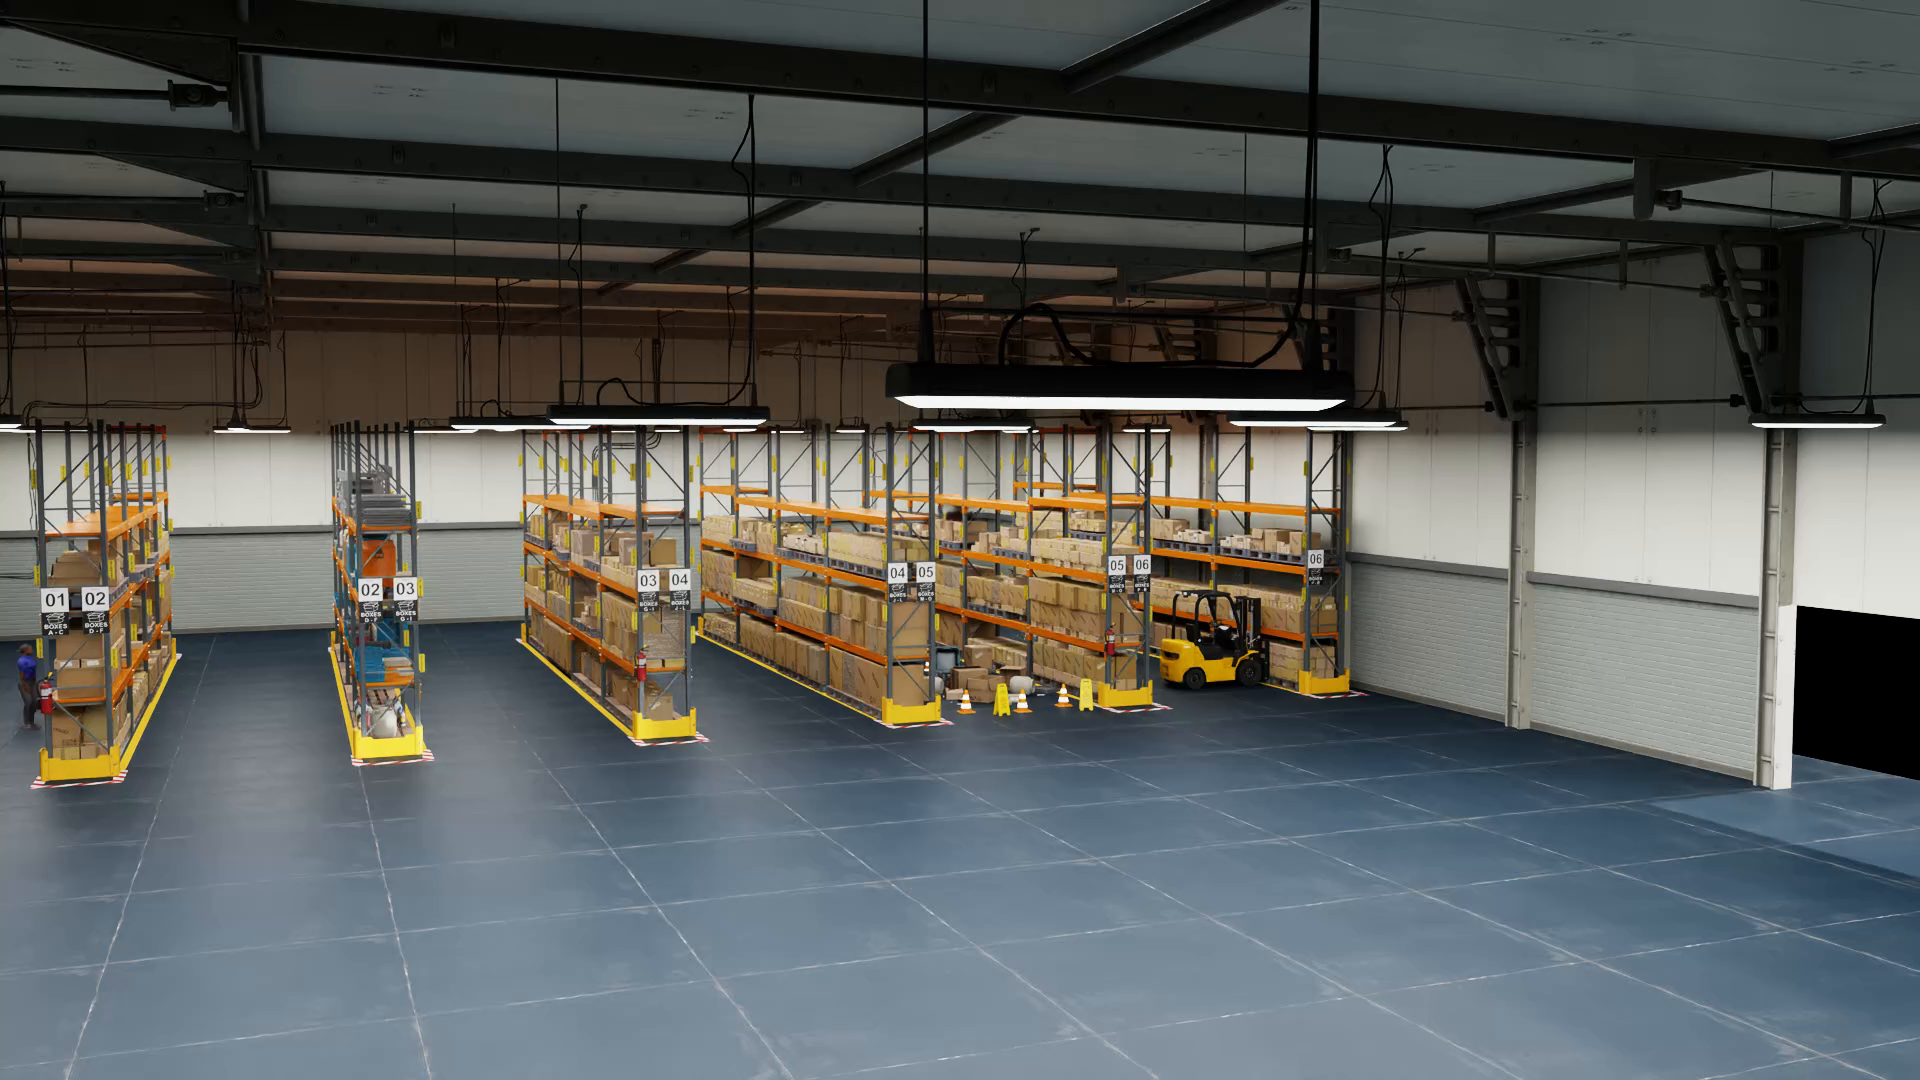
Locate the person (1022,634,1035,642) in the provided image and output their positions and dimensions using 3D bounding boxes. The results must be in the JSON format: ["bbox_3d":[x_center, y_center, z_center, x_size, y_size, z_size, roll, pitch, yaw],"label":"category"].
[{"bbox_3d":[1.844,1.973,45.030,0.401,1.580,0.474,0,4,0],"label":"person"}]

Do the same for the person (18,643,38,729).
[{"bbox_3d":[-18.294,2.900,32.740,0.441,1.705,0.464,1,4,11],"label":"person"}]

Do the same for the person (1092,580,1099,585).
[{"bbox_3d":[3.458,1.963,43.577,0.634,1.818,0.574,-3,5,-42],"label":"person"}]
